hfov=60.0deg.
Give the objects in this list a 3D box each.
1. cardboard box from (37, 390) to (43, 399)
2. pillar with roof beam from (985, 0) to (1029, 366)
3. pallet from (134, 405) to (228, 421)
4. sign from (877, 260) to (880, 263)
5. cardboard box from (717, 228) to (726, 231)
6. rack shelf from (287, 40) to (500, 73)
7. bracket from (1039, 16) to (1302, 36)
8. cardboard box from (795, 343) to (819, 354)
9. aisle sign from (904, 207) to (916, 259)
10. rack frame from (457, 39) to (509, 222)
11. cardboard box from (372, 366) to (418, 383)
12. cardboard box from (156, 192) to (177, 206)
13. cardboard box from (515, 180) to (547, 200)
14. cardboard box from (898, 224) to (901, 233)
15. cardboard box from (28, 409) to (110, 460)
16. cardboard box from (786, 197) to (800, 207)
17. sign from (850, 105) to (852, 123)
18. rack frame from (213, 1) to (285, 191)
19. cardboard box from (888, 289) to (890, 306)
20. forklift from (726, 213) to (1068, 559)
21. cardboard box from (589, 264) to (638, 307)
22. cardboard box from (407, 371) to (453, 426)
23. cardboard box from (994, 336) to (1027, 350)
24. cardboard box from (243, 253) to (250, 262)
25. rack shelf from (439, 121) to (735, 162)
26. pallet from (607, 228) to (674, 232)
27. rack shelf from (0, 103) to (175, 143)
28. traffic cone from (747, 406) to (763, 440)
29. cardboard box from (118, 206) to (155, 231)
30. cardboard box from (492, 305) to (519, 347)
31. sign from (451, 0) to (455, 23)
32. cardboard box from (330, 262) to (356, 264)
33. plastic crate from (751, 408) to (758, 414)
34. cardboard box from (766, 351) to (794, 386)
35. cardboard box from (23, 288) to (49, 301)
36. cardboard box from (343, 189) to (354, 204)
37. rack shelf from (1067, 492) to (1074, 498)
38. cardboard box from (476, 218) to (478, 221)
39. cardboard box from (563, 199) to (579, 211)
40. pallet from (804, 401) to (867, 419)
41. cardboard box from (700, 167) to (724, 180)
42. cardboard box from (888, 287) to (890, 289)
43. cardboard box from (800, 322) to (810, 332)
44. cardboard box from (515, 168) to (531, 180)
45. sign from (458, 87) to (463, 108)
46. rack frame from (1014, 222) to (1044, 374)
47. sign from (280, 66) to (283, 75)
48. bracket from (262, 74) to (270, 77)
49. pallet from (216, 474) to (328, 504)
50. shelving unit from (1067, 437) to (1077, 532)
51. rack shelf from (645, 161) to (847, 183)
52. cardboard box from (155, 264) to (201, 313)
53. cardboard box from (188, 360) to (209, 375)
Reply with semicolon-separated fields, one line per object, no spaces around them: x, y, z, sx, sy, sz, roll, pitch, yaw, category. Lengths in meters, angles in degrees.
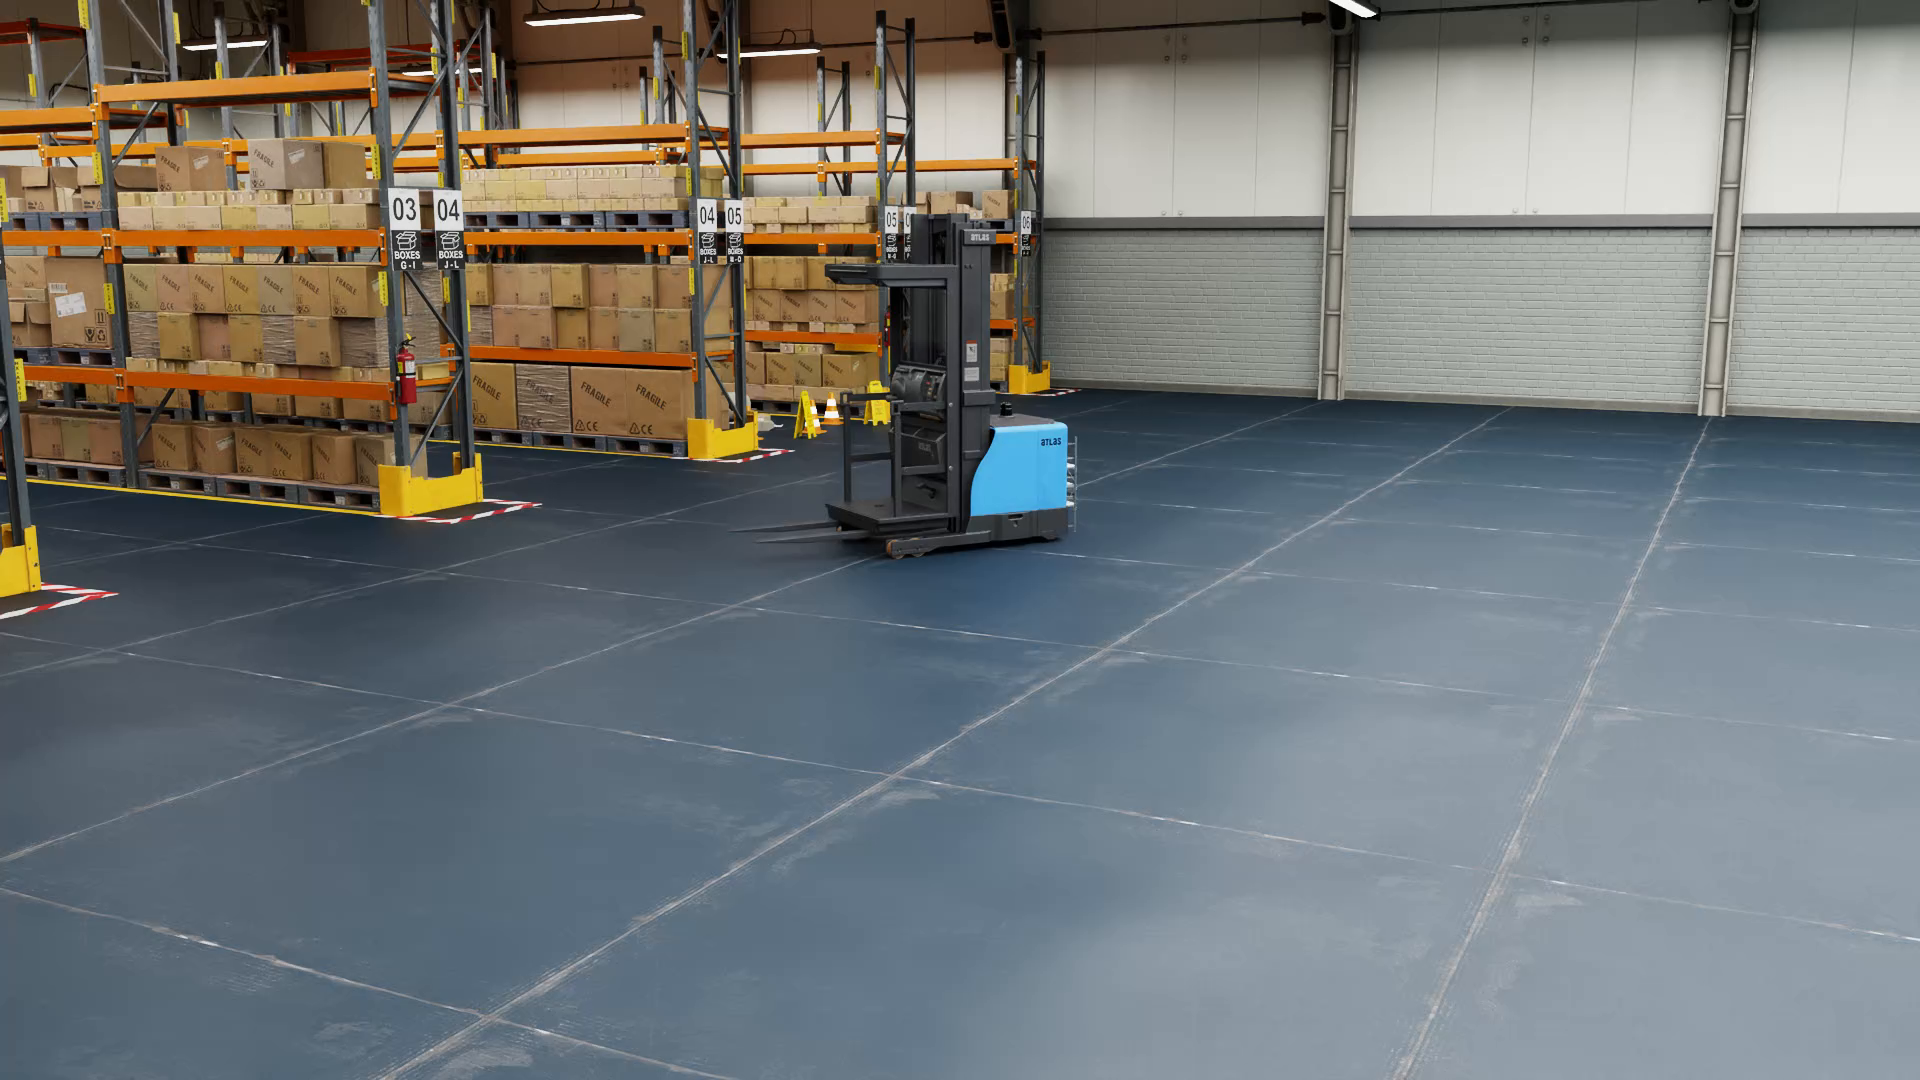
-14.515;-2.348;26.606;0.250;0.149;0.380;5;12;27;cardboard box
-0.893;-6.643;26.667;0.548;9.000;9.100;5;11;26;pillar with roof beam
-12.019;-2.004;25.713;1.213;0.211;1.003;5;11;26;pallet
-1.219;-4.025;24.907;0.005;0.325;0.100;5;11;26;sign
-3.683;-4.933;26.347;0.250;0.149;0.380;5;12;28;cardboard box
-9.923;-8.408;29.107;4.000;0.370;1.077;5;11;26;rack shelf
3.553;-8.808;28.522;4.783;0.066;0.076;5;11;26;bracket
-2.372;-2.988;25.934;0.250;0.149;0.380;5;12;27;cardboard box
-0.762;-4.710;25.535;0.004;0.787;0.394;5;11;26;aisle sign
-8.129;-6.969;28.469;0.127;3.000;1.000;5;11;26;rack frame
-5.687;-1.670;16.739;0.250;0.149;0.380;5;11;26;cardboard box
-8.268;-3.608;17.620;0.250;0.149;0.380;5;11;26;cardboard box
-5.421;-4.545;21.625;0.500;0.250;0.500;5;11;25;cardboard box
-1.109;-4.817;25.706;0.250;0.149;0.380;5;11;26;cardboard box
-10.390;-1.242;19.454;0.500;0.500;0.700;4;11;21;cardboard box
-2.484;-5.228;25.738;0.250;0.149;0.380;5;11;24;cardboard box
-2.082;-8.071;31.491;0.005;0.325;0.100;5;11;26;sign
-10.229;-6.171;24.056;0.127;3.000;1.000;5;11;26;rack frame
-1.257;-3.664;25.935;0.500;0.500;0.500;5;11;25;cardboard box
-0.549;-1.387;14.664;3.031;2.935;1.130;-6;12;-29;forklift
-4.346;-3.323;21.716;0.550;0.550;0.875;5;11;26;cardboard box
-7.238;-2.037;23.203;0.750;0.750;1.050;5;11;26;cardboard box
0.891;-3.593;30.396;0.500;0.250;0.500;5;11;25;cardboard box
-13.252;-5.277;31.054;0.250;0.149;0.380;5;11;25;cardboard box
-4.848;-5.147;21.544;4.000;0.370;1.077;5;11;26;rack shelf
-5.049;-5.151;27.374;1.003;0.211;1.213;5;11;26;pallet
-10.721;-4.678;18.952;4.000;0.370;1.077;5;11;26;rack shelf
-2.903;-1.608;22.818;0.334;0.463;0.336;5;11;26;traffic cone
-8.637;-3.445;17.841;0.500;0.250;0.500;5;11;24;cardboard box
-5.802;-2.910;22.466;0.550;0.550;0.875;5;11;26;cardboard box
-5.100;-5.341;16.629;0.005;0.325;0.100;5;11;26;sign
-10.981;-4.757;30.004;0.500;0.500;0.500;5;11;25;cardboard box
-3.497;-2.010;26.114;0.583;0.080;0.402;1;10;6;plastic crate
-2.708;-2.712;26.229;0.500;0.500;0.500;5;11;24;cardboard box
-14.375;-3.722;26.258;0.500;0.500;0.500;5;11;26;cardboard box
-5.909;-3.414;16.548;0.250;0.149;0.380;5;11;24;cardboard box
0.936;-0.405;15.634;0.258;0.077;0.200;-5;11;-26;rack shelf
-8.534;-5.756;28.720;0.637;0.503;0.797;4;11;22;cardboard box
-4.870;-4.289;21.327;0.250;0.149;0.380;5;11;27;cardboard box
-1.736;-2.090;26.186;1.213;0.211;1.003;5;11;26;pallet
-3.213;-4.666;21.172;0.250;0.149;0.380;5;11;26;cardboard box
-1.278;-4.708;30.717;0.250;0.149;0.380;5;11;25;cardboard box
-2.294;-3.342;25.980;0.250;0.149;0.380;5;11;27;cardboard box
-5.551;-4.741;21.586;0.250;0.149;0.380;5;11;26;cardboard box
-8.372;-7.418;27.880;0.005;0.325;0.100;5;11;26;sign
1.238;-4.180;29.902;0.127;3.000;1.000;5;11;26;rack frame
-9.987;-6.797;24.450;0.005;0.325;0.100;5;11;26;sign
-15.659;-10.496;37.850;0.430;0.232;0.235;5;11;26;bracket
-7.211;-0.604;17.973;1.213;0.211;1.003;5;11;26;pallet
0.936;-0.526;15.612;0.258;0.900;0.210;-5;11;-26;shelving unit
-4.143;-7.054;32.079;4.000;0.370;1.077;5;11;26;rack shelf
-8.187;-2.691;17.755;0.500;0.500;0.500;5;11;26;cardboard box
-7.978;-1.849;17.729;0.250;0.149;0.380;5;11;26;cardboard box
